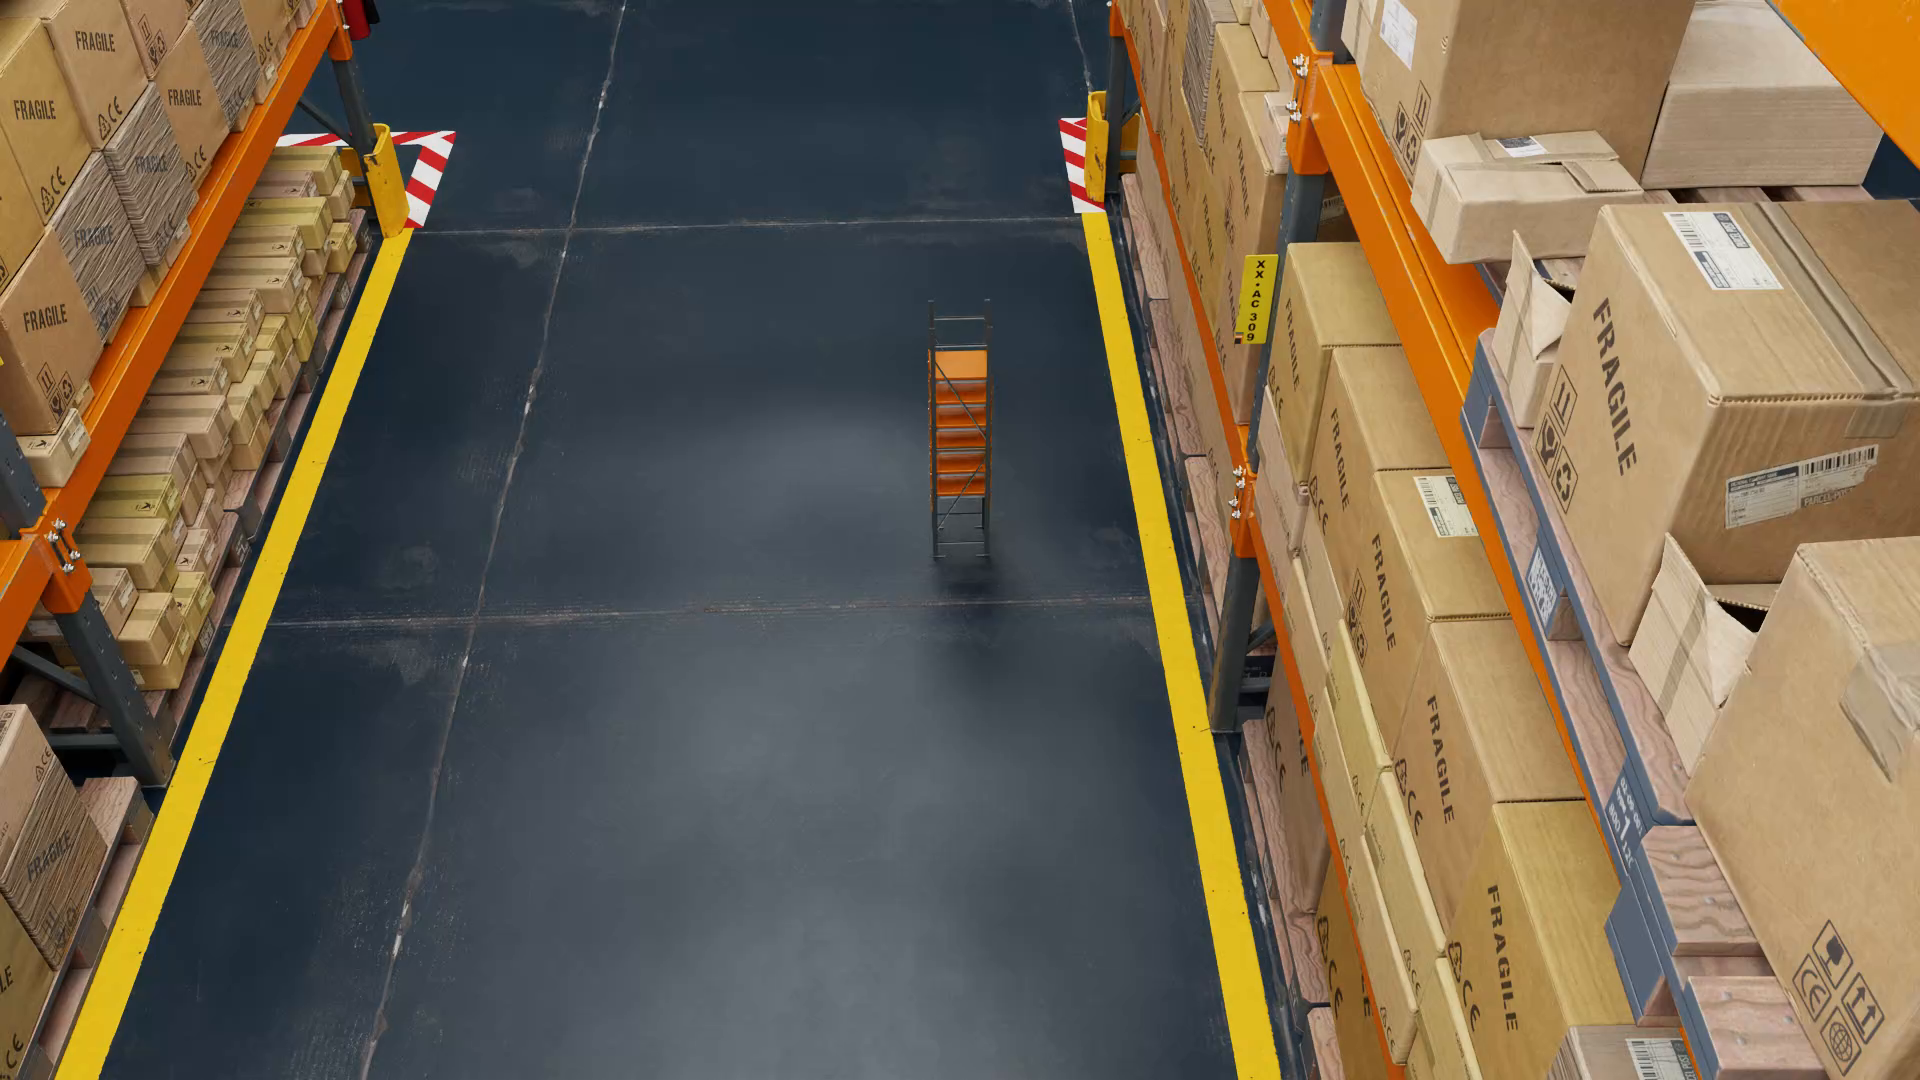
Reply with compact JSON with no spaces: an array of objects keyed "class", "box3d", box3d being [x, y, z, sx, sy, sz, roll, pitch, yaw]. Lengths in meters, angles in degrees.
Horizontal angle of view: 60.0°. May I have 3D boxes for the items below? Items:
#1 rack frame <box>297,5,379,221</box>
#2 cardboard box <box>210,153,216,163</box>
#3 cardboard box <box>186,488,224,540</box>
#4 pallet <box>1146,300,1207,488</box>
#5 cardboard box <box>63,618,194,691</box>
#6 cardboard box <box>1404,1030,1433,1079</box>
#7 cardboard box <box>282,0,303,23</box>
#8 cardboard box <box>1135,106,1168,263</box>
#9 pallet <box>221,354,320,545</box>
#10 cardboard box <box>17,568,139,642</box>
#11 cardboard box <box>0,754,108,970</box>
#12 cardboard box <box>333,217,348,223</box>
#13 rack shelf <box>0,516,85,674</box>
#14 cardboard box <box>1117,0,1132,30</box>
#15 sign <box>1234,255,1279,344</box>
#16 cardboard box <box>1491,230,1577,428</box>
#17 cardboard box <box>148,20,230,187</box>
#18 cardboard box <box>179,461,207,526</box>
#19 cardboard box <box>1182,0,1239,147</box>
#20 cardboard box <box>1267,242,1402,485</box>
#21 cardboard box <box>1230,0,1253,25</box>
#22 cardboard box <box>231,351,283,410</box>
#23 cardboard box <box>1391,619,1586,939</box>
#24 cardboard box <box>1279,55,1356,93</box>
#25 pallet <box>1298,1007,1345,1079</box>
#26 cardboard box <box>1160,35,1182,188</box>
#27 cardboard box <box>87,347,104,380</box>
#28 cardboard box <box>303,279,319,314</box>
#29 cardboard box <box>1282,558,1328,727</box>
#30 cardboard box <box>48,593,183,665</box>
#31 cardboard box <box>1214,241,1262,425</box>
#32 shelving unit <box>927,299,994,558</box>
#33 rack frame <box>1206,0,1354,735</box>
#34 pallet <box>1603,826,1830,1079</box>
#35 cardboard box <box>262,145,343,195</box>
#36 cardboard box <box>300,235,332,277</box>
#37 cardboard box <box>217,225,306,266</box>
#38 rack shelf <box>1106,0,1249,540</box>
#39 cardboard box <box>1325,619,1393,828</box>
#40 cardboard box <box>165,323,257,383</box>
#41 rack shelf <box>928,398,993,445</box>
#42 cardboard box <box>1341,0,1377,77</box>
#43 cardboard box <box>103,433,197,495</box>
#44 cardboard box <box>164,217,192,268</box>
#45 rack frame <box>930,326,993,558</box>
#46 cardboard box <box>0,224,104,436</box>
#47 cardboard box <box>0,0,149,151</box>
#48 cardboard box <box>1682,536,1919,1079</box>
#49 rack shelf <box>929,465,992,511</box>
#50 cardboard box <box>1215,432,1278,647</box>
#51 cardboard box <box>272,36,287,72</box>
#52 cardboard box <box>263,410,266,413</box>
[{"class":"rack frame","box3d":[-3.643,-2.900,8.194,1.000,3.000,0.127,-2,43,-2]},{"class":"cardboard box","box3d":[-3.380,-1.723,7.096,0.380,0.149,0.250,-3,43,-4]},{"class":"cardboard box","box3d":[-3.302,-0.074,6.910,0.380,0.149,0.250,-2,43,-3]},{"class":"pallet","box3d":[1.459,-0.723,7.882,1.003,0.211,1.213,-2,43,-2]},{"class":"cardboard box","box3d":[-3.168,0.442,6.347,0.380,0.149,0.250,-3,43,-4]},{"class":"cardboard box","box3d":[1.315,1.327,3.693,0.500,0.250,0.500,-2,43,-2]},{"class":"cardboard box","box3d":[-3.367,-2.750,7.736,0.500,0.500,0.500,-1,43,-1]},{"class":"cardboard box","box3d":[1.426,-1.878,8.664,0.875,0.438,0.875,-3,43,-3]},{"class":"pallet","box3d":[-3.592,-0.449,7.584,1.003,0.211,1.213,-2,43,-2]},{"class":"cardboard box","box3d":[-3.281,0.239,6.128,0.380,0.149,0.250,0,43,0]},{"class":"cardboard box","box3d":[-3.190,1.060,5.413,0.500,0.500,0.500,-2,43,-3]},{"class":"cardboard box","box3d":[-3.412,-1.654,8.634,0.380,0.149,0.250,-1,43,-1]},{"class":"rack shelf","box3d":[-3.388,1.416,4.018,1.077,0.370,4.000,-2,43,-2]},{"class":"cardboard box","box3d":[1.032,-2.815,8.027,0.500,0.500,0.500,-2,43,-2]},{"class":"sign","box3d":[0.914,-0.741,5.139,0.100,0.325,0.005,-2,43,-2]},{"class":"cardboard box","box3d":[1.196,-0.377,3.010,0.396,0.266,0.258,2,43,2]},{"class":"cardboard box","box3d":[-3.308,-1.723,6.616,0.500,0.500,0.500,0,43,0]},{"class":"cardboard box","box3d":[-3.324,-0.181,6.806,0.380,0.149,0.250,-4,43,-4]},{"class":"cardboard box","box3d":[1.128,-1.812,6.193,0.500,0.500,0.500,-1,43,-1]},{"class":"cardboard box","box3d":[1.200,-0.510,4.772,0.500,0.500,0.500,-1,43,-1]},{"class":"cardboard box","box3d":[1.158,-1.941,5.854,0.380,0.149,0.250,-2,43,-2]},{"class":"cardboard box","box3d":[-3.245,-0.706,7.380,0.380,0.149,0.250,-1,43,-1]},{"class":"cardboard box","box3d":[1.296,0.520,3.648,0.500,0.500,0.500,-2,43,-2]},{"class":"cardboard box","box3d":[1.234,-1.434,5.301,0.380,0.149,0.250,-1,43,-1]},{"class":"pallet","box3d":[1.631,1.963,4.953,1.003,0.211,1.213,-2,43,-2]},{"class":"cardboard box","box3d":[1.123,-1.792,6.911,0.500,0.500,0.500,0,43,0]},{"class":"cardboard box","box3d":[-3.307,-0.658,5.934,0.380,0.149,0.250,-3,43,-4]},{"class":"cardboard box","box3d":[-3.351,-1.136,8.069,0.380,0.149,0.250,-1,43,-1]},{"class":"cardboard box","box3d":[1.247,0.300,4.814,0.500,0.250,0.500,-3,43,-3]},{"class":"cardboard box","box3d":[-3.169,0.333,6.246,0.380,0.149,0.250,0,43,0]},{"class":"cardboard box","box3d":[1.193,-0.752,5.777,0.500,0.500,0.500,-1,43,-1]},{"class":"shelving unit","box3d":[0.001,-0.433,6.834,0.258,1.200,0.189,-2,43,-2]},{"class":"rack frame","box3d":[1.468,-0.410,5.477,1.000,3.000,0.127,-2,43,-2]},{"class":"pallet","box3d":[1.558,0.821,2.054,1.213,0.211,1.003,0,43,0]},{"class":"cardboard box","box3d":[-3.367,-1.873,8.432,0.380,0.149,0.250,-1,43,-1]},{"class":"cardboard box","box3d":[-3.311,-1.414,8.152,0.380,0.149,0.250,-3,43,-4]},{"class":"cardboard box","box3d":[-3.328,-1.354,7.866,0.380,0.149,0.250,-3,43,-4]},{"class":"rack shelf","box3d":[1.383,-1.495,7.193,1.077,0.370,4.000,-2,43,-2]},{"class":"cardboard box","box3d":[1.250,0.459,4.270,0.500,0.250,0.500,-1,43,-1]},{"class":"cardboard box","box3d":[-3.321,-0.817,7.280,0.380,0.149,0.250,-1,43,-2]},{"class":"rack shelf","box3d":[0.001,-0.488,6.783,0.258,0.103,0.180,-2,43,-2]},{"class":"cardboard box","box3d":[1.140,-1.273,3.987,0.396,0.266,0.258,-2,43,-2]},{"class":"cardboard box","box3d":[-3.327,-0.293,6.709,0.380,0.149,0.250,-3,43,-3]},{"class":"cardboard box","box3d":[-3.263,-1.195,6.520,0.380,0.149,0.250,0,43,0]},{"class":"rack frame","box3d":[0.005,-0.371,6.767,0.240,1.200,0.006,-2,43,-2]},{"class":"cardboard box","box3d":[-3.242,-0.687,5.486,0.500,0.500,0.500,-2,43,-3]},{"class":"cardboard box","box3d":[-3.276,-1.717,5.869,0.500,0.500,0.500,-1,43,-1]},{"class":"cardboard box","box3d":[1.406,0.330,2.065,0.700,0.500,0.500,-4,43,-4]},{"class":"rack shelf","box3d":[0.001,-0.223,7.026,0.258,0.103,0.180,-2,43,-2]},{"class":"cardboard box","box3d":[1.549,-0.047,6.667,0.875,0.438,0.875,-2,43,-2]},{"class":"cardboard box","box3d":[-3.348,-2.257,7.679,0.380,0.149,0.250,-2,43,-2]},{"class":"cardboard box","box3d":[-3.351,-0.608,7.493,0.380,0.149,0.250,-1,43,-1]}]
